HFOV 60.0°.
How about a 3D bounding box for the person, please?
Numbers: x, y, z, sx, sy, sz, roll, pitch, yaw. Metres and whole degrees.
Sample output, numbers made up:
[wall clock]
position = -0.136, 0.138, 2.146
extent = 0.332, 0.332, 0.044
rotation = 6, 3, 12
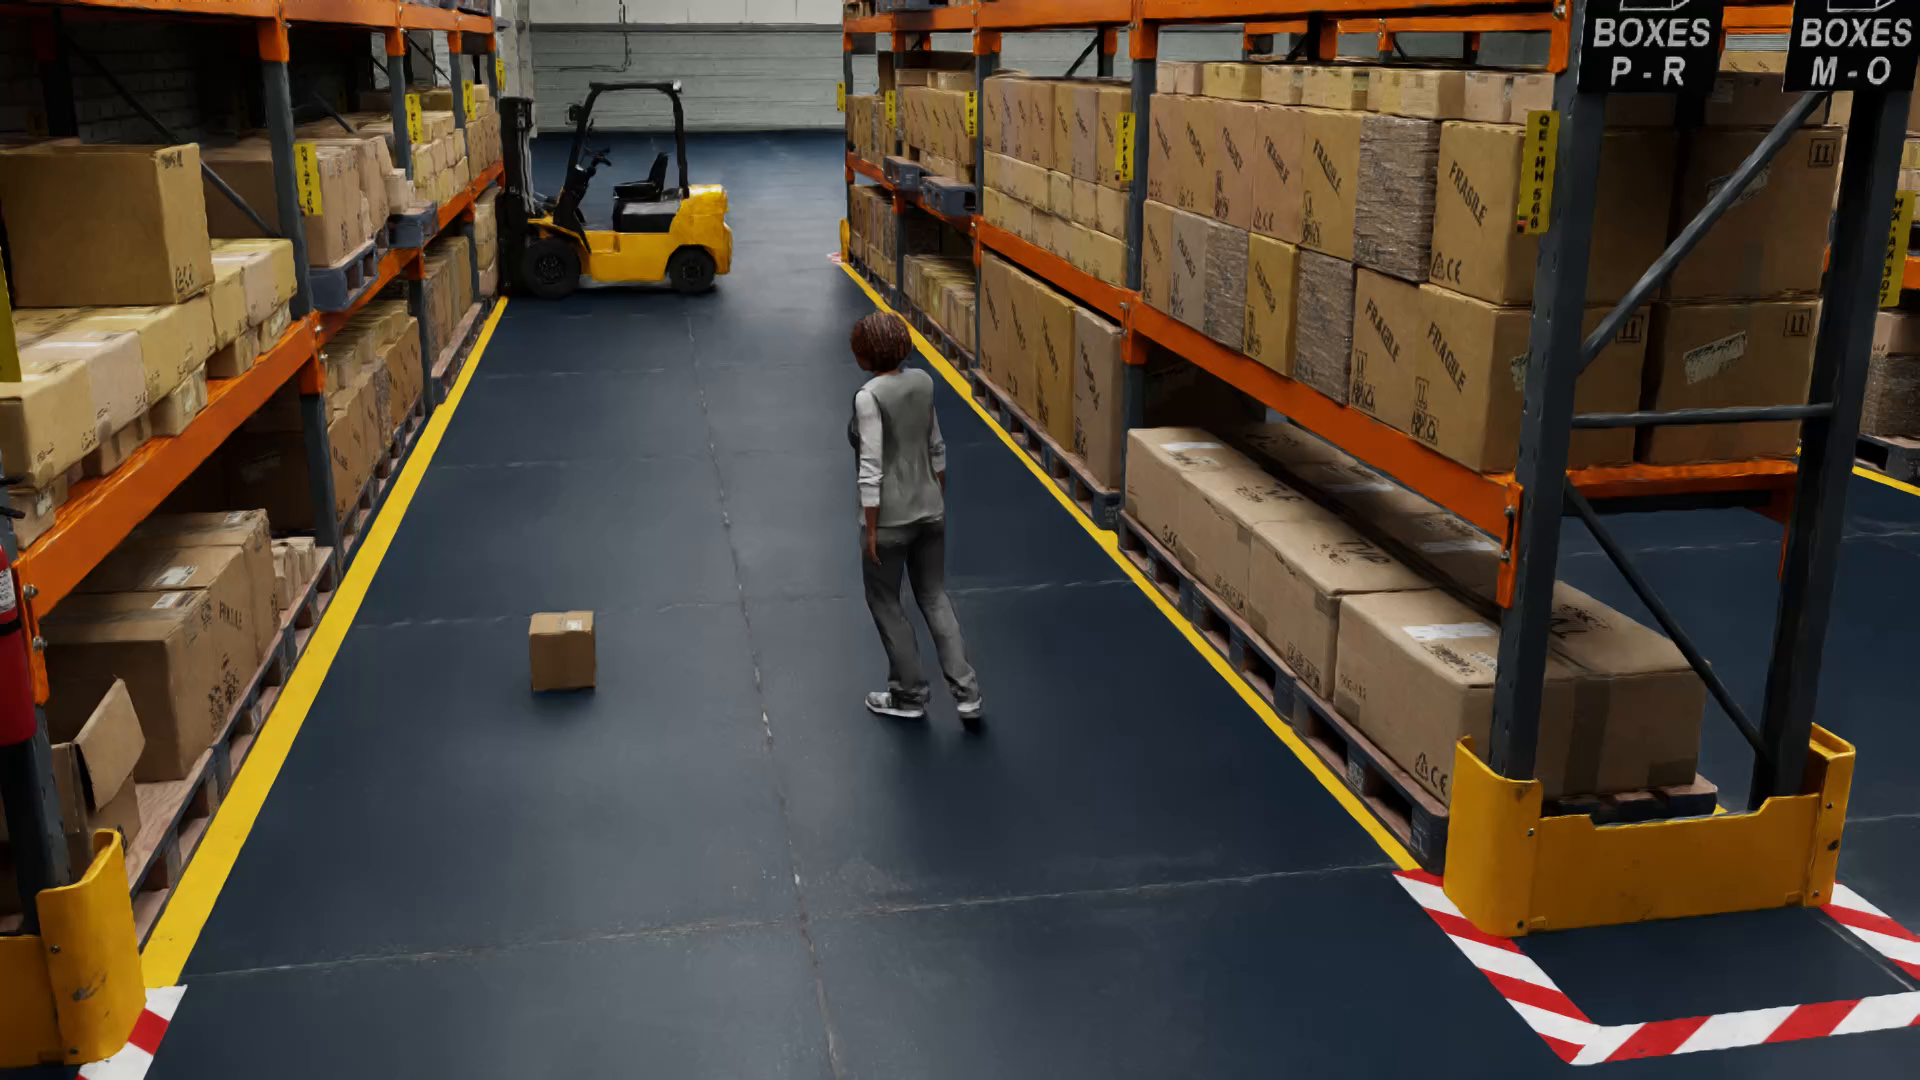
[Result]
[person]
position = -0.165, -0.064, 6.276
extent = 0.499, 1.587, 0.470
rotation = 16, 23, 42
